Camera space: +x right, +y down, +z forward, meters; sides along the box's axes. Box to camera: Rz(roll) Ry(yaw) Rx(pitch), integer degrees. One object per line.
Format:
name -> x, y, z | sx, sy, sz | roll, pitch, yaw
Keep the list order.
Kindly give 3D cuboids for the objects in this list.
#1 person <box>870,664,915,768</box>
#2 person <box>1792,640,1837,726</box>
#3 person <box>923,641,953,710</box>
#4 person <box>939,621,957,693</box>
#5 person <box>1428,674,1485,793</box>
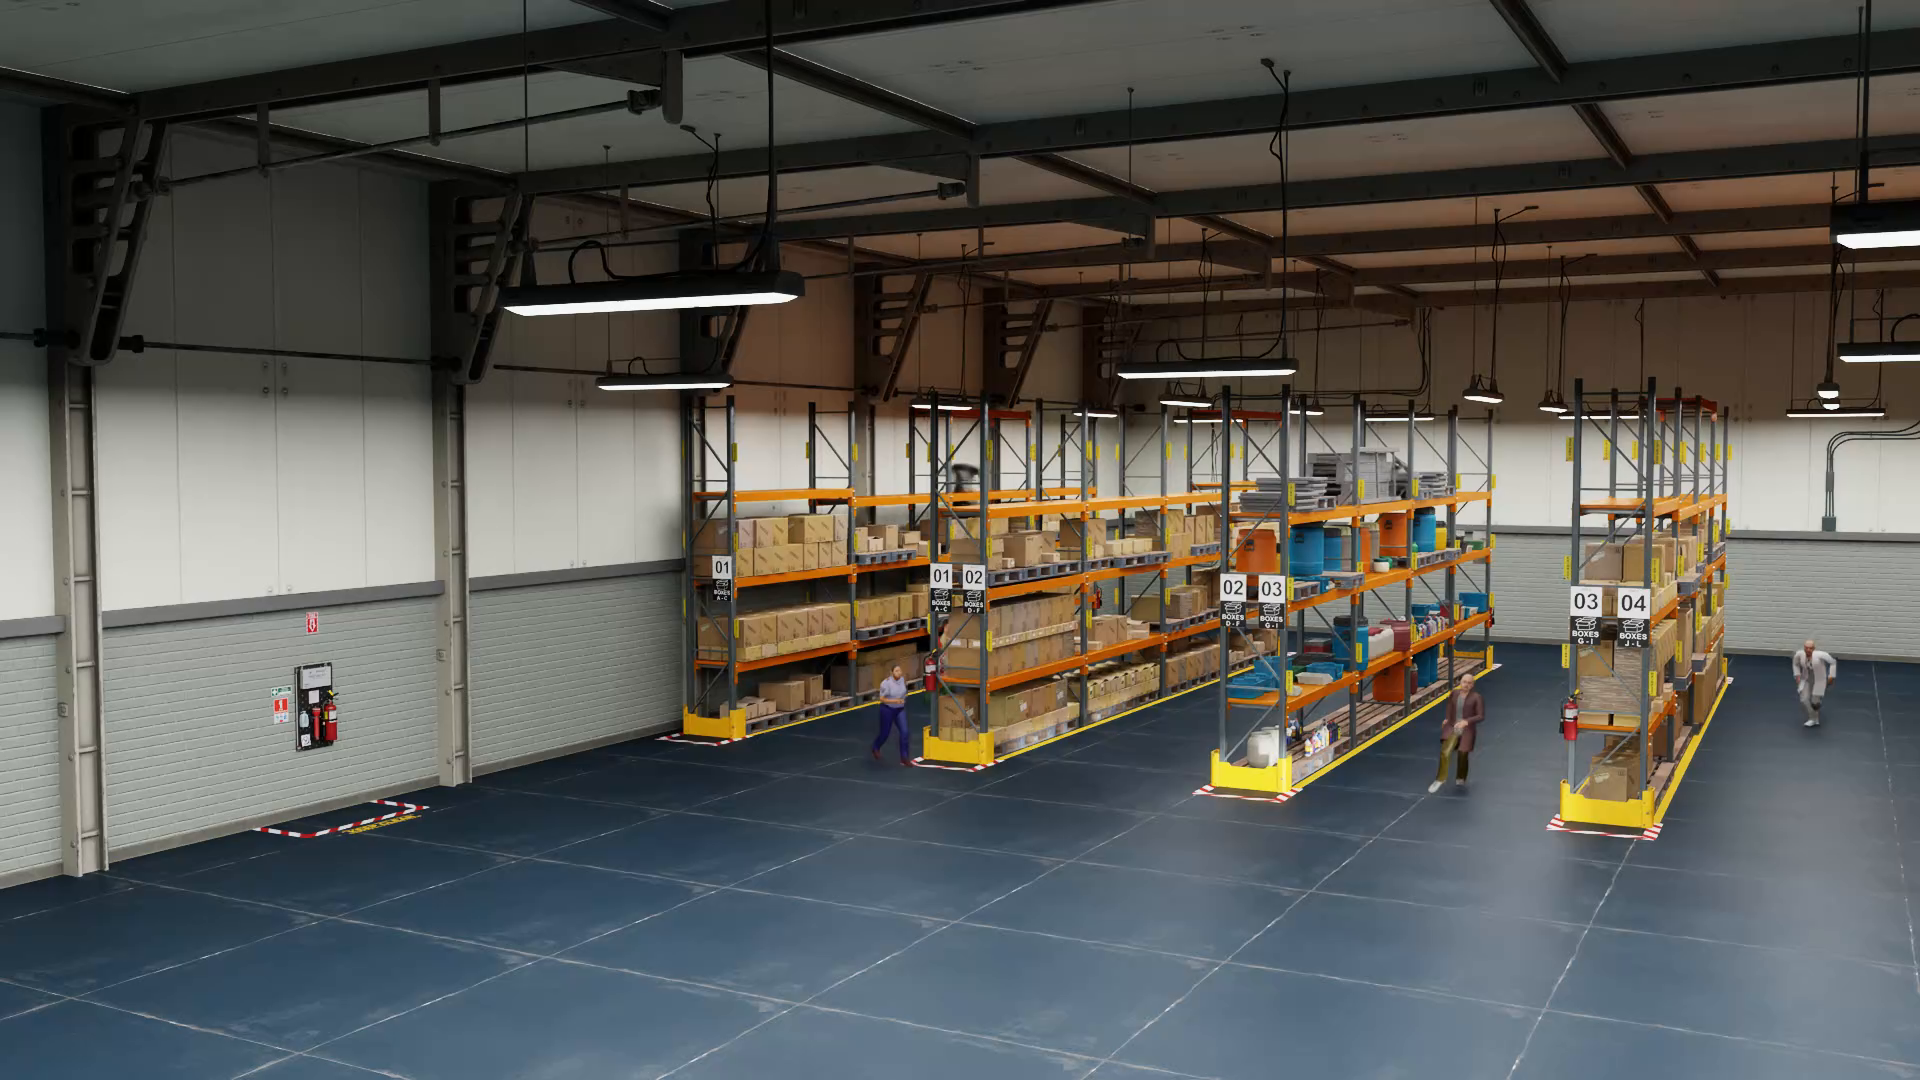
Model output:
person -> -1.109, 2.779, 26.625 | 0.555, 1.642, 0.946 | -2, 4, -33
person -> 15.613, 2.605, 30.368 | 0.725, 1.604, 0.921 | 2, 4, 39
person -> -0.372, 2.585, 29.870 | 0.703, 1.647, 0.963 | 2, 4, 38
person -> -0.264, 2.419, 33.120 | 0.645, 1.646, 0.781 | 2, 4, 36
person -> 7.343, 2.823, 24.396 | 0.751, 1.749, 0.900 | 2, 4, 32
